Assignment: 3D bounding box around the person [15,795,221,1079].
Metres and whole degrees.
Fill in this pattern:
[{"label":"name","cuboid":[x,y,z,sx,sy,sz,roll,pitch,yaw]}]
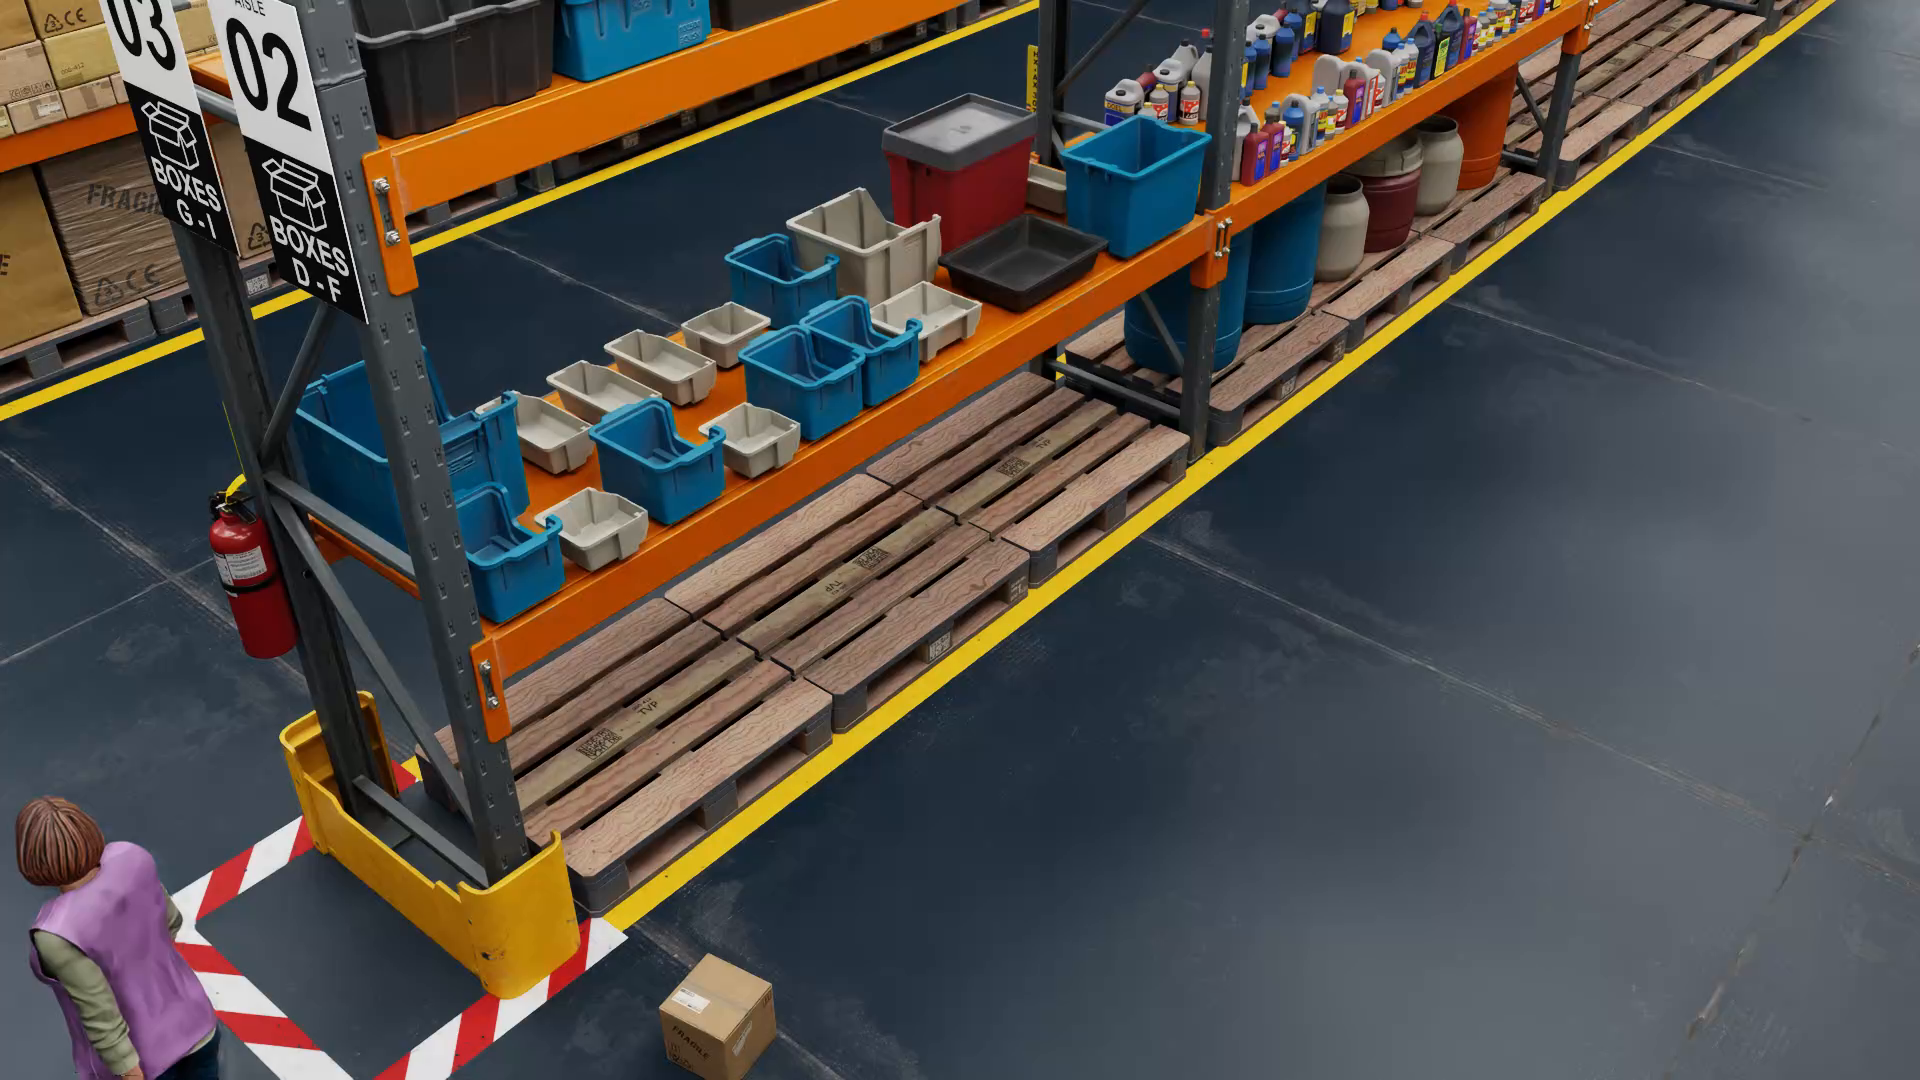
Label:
[{"label":"person","cuboid":[-2.112,1.292,4.352,0.877,1.538,0.459,12,37,17]}]
